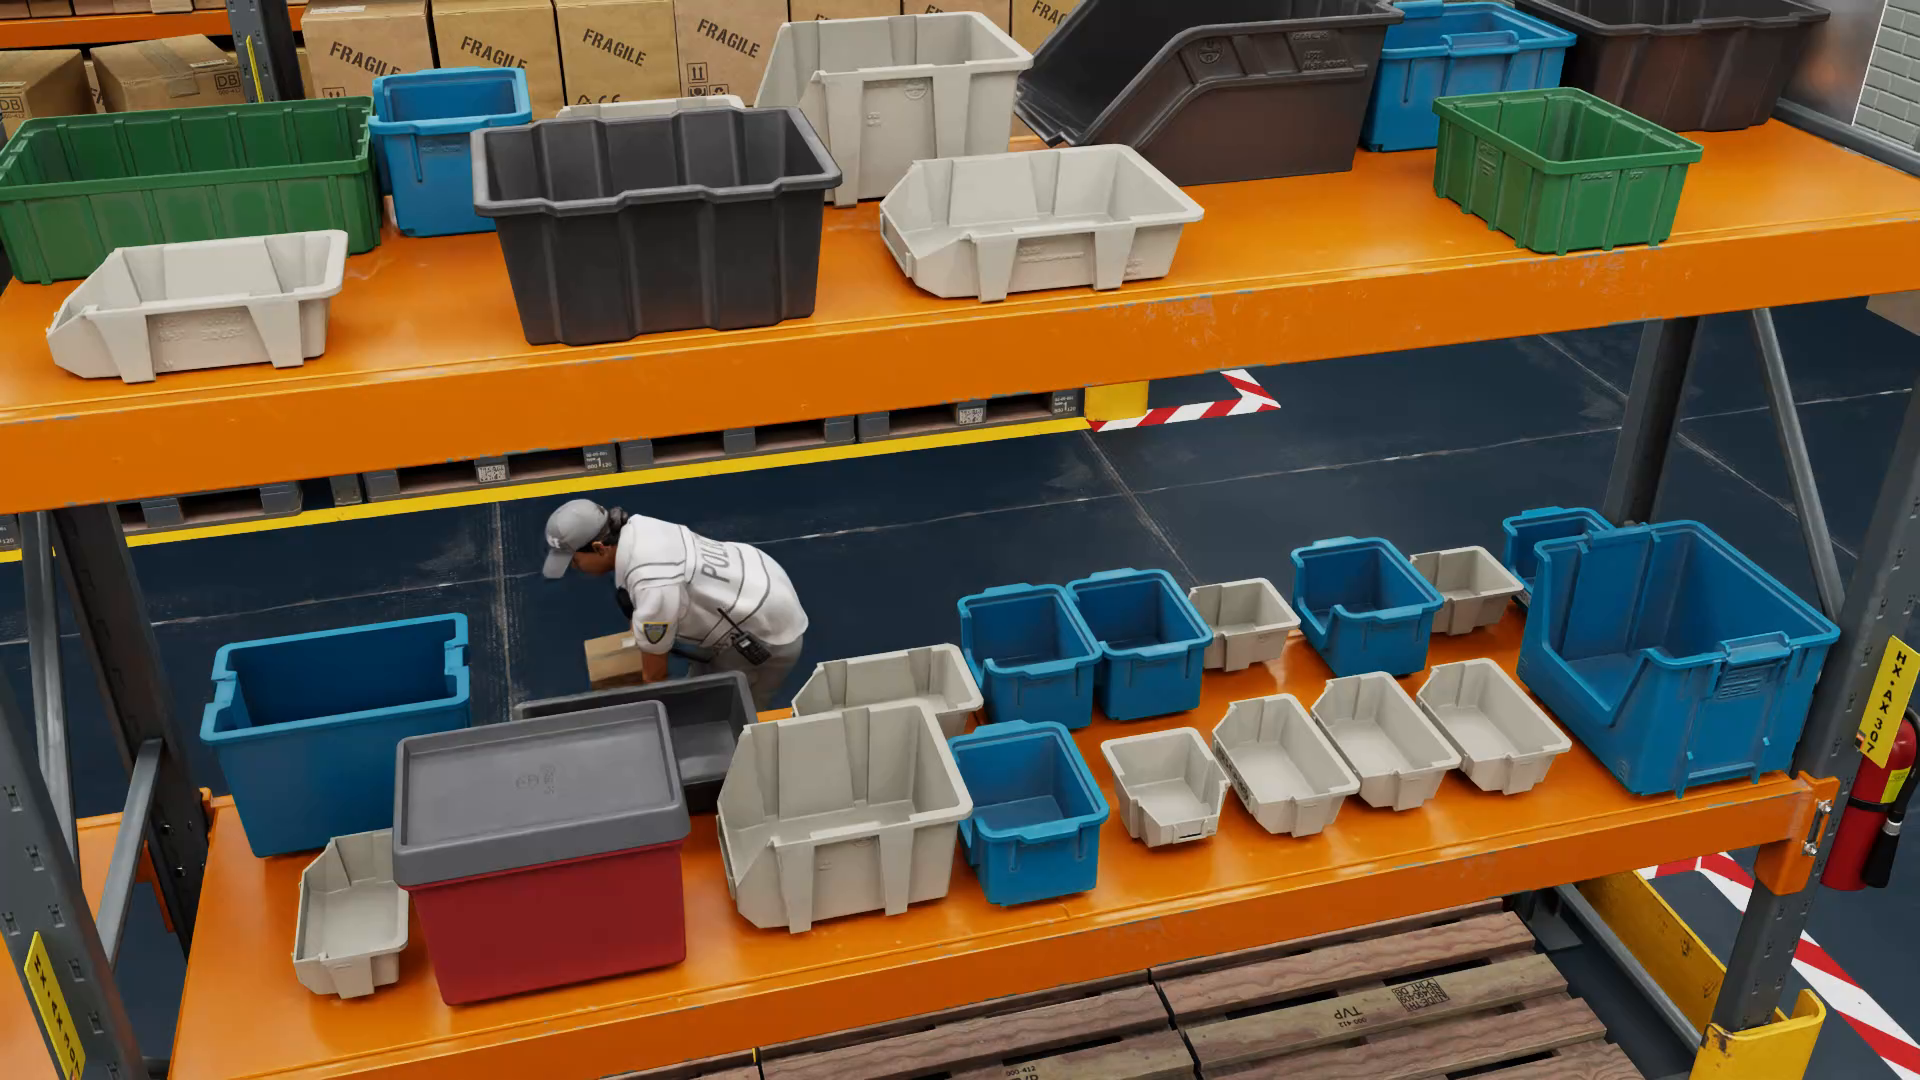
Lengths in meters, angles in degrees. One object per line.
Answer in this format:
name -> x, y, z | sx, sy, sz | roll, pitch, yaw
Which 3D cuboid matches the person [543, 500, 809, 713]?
person -> -0.932, 0.440, 5.644 | 0.837, 1.405, 0.461 | -9, 32, -14
